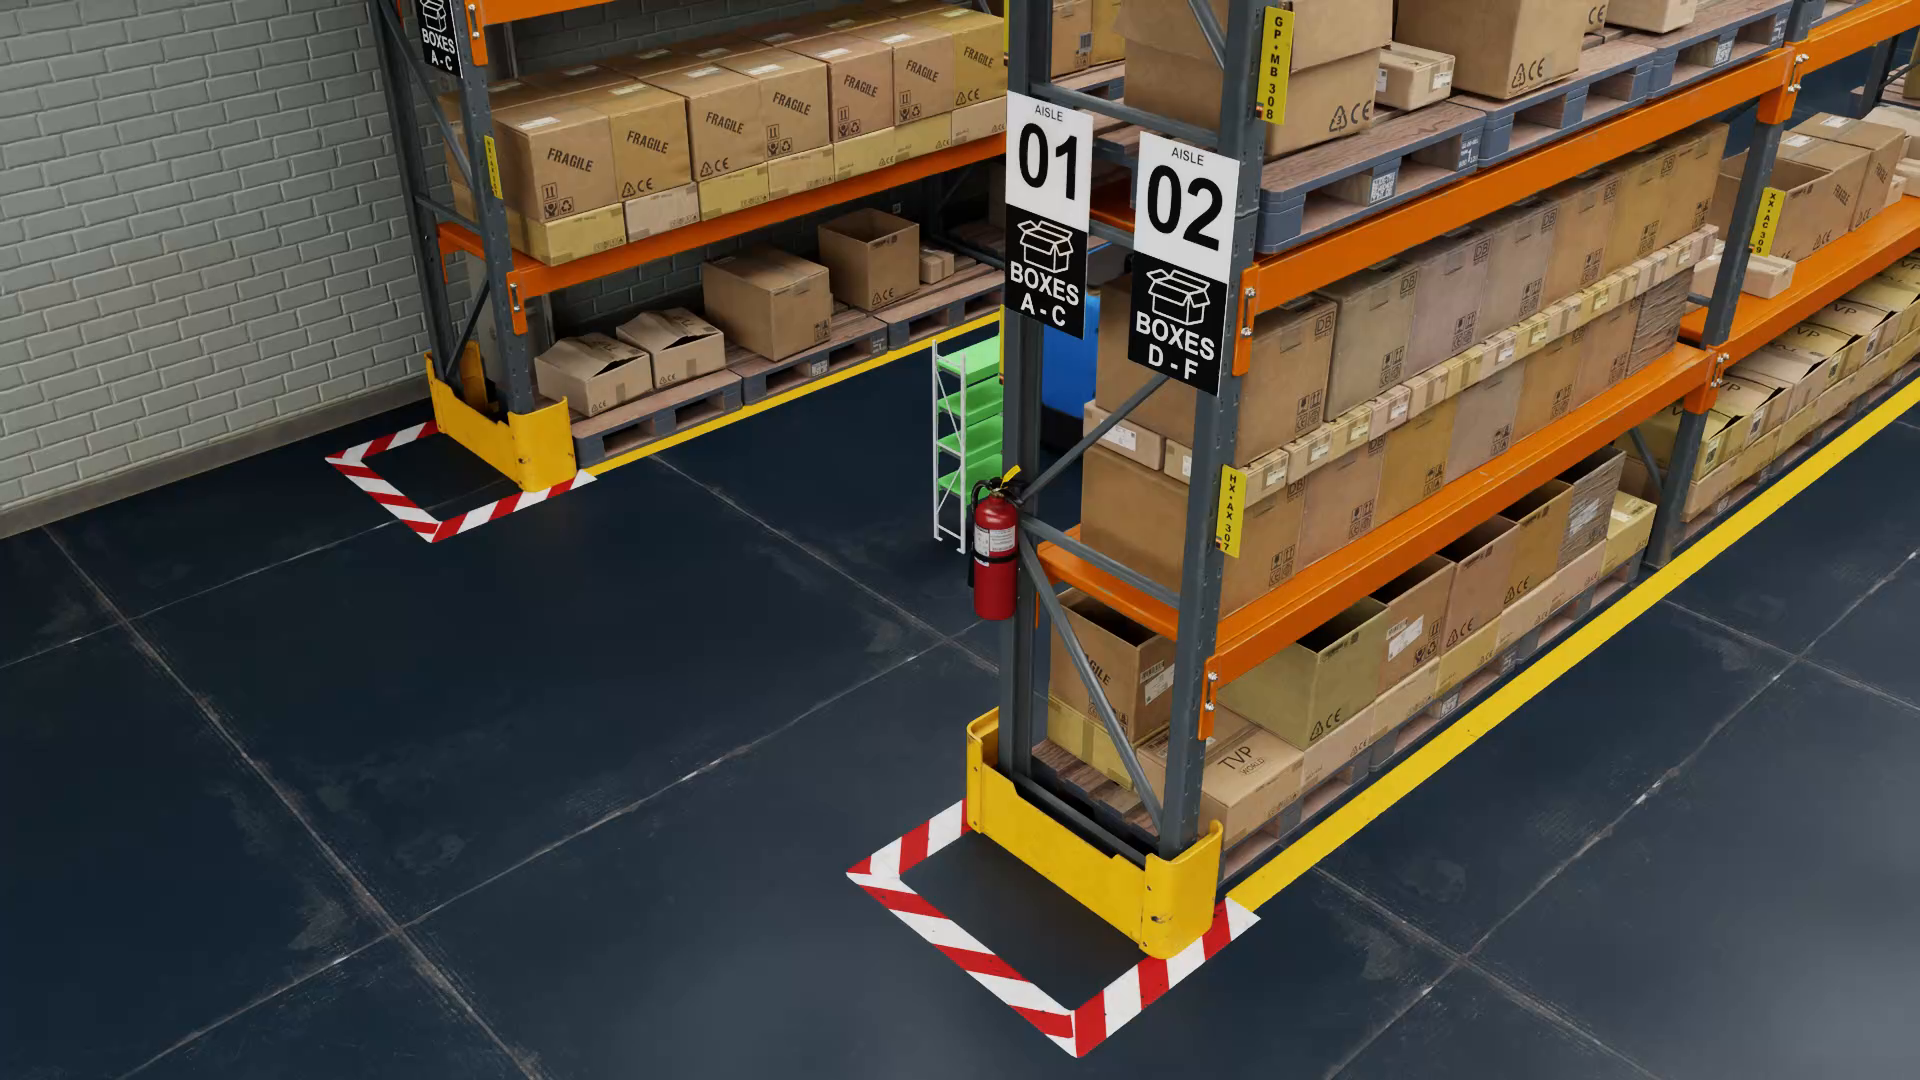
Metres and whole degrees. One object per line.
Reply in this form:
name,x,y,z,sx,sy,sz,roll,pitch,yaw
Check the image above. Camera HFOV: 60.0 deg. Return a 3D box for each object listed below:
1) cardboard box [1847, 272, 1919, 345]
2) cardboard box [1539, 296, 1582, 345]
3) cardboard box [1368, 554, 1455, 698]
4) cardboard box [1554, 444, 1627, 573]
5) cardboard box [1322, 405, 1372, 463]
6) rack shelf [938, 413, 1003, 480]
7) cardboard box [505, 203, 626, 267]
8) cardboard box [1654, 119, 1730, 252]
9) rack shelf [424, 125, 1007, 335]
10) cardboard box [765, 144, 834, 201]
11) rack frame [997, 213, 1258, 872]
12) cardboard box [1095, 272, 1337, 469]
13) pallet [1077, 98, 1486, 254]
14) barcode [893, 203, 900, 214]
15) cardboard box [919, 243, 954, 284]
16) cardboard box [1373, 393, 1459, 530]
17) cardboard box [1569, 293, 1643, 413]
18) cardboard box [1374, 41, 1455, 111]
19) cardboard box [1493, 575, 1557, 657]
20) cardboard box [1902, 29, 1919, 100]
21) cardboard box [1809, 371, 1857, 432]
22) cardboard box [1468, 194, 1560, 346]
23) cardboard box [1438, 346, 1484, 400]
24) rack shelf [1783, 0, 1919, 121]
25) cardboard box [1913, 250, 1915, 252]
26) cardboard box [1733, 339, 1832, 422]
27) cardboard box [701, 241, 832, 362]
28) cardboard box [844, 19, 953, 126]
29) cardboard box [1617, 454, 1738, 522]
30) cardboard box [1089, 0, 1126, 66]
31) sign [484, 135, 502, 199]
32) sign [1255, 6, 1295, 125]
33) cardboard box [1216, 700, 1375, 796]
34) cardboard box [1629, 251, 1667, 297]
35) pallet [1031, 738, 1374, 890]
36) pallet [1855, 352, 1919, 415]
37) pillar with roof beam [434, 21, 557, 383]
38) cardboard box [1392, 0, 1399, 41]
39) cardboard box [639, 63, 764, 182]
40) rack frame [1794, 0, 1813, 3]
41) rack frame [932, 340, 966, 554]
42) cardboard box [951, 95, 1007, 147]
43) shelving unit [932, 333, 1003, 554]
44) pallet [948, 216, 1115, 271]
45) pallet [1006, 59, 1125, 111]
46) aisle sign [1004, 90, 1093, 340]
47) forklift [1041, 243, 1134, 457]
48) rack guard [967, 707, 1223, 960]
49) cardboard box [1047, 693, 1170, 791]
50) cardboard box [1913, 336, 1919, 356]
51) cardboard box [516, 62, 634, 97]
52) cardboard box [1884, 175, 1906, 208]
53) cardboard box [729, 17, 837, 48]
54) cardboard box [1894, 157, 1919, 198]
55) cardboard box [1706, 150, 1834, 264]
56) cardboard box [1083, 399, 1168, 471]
cardboard box,5.816,-1.523,10.560,0.500,0.311,0.500,-27,40,-36
cardboard box,2.490,-1.016,7.319,0.250,0.149,0.380,-25,39,-34
cardboard box,1.811,0.302,7.395,0.500,0.500,0.500,-26,40,-35
cardboard box,2.910,-0.230,8.266,0.500,0.500,0.500,-26,40,-35
cardboard box,1.353,-0.465,6.418,0.250,0.149,0.380,-26,40,-35
rack shelf,0.121,-0.516,9.066,0.480,0.148,0.258,-26,40,-35
cardboard box,-2.254,-1.796,9.437,0.500,0.250,0.500,-27,41,-37
cardboard box,3.155,-1.762,7.916,0.500,0.500,0.700,-26,40,-35
rack shelf,-1.361,-2.203,10.666,4.000,0.370,1.077,-26,40,-35
cardboard box,-1.133,-2.343,10.331,0.500,0.250,0.500,-25,40,-35
rack frame,0.543,0.094,6.222,0.127,3.000,1.000,-26,40,-35
cardboard box,0.933,-0.682,6.151,0.500,0.500,0.700,-26,40,-35
pallet,1.079,-1.389,5.856,1.213,0.211,1.003,-26,40,-35
barcode,-0.454,-2.377,11.930,0.075,0.075,0.001,-26,40,-35
cardboard box,-0.267,-1.997,11.934,0.380,0.166,0.250,23,38,33
cardboard box,1.644,-0.472,7.050,0.500,0.500,0.700,-26,40,-35
cardboard box,2.773,-1.019,7.945,0.500,0.500,0.700,-26,40,-36
cardboard box,1.525,-1.668,5.931,0.250,0.149,0.380,-26,40,-35
cardboard box,2.555,0.273,8.161,0.500,0.250,0.500,-26,40,-35
cardboard box,6.794,-3.232,11.162,0.700,0.500,0.500,15,35,23
cardboard box,5.068,-0.925,10.121,0.500,0.250,0.500,-25,39,-35
cardboard box,2.051,-1.228,7.043,0.500,0.500,0.700,-26,40,-35
cardboard box,1.920,-0.740,6.868,0.250,0.149,0.380,-26,40,-36
rack shelf,4.943,-3.007,9.107,4.000,0.370,1.077,-26,40,-35
cardboard box,6.935,-2.287,12.089,0.500,0.500,0.500,-24,39,-34
cardboard box,4.698,-0.982,9.675,0.500,0.311,0.500,-27,41,-37
cardboard box,-1.270,-1.576,10.926,0.700,0.500,0.500,26,40,36
cardboard box,-0.393,-3.018,10.716,0.500,0.500,0.500,-26,40,-36
cardboard box,3.940,-0.380,9.229,0.500,0.250,0.500,-27,40,-37
cardboard box,0.916,-3.812,12.092,0.500,0.500,0.700,-21,37,-31
sign,-2.459,-1.962,8.753,0.005,0.325,0.100,-26,40,-35
sign,0.916,-1.378,4.840,0.005,0.325,0.100,-26,40,-35
cardboard box,1.451,0.804,7.294,0.500,0.250,0.500,-26,40,-35
cardboard box,3.049,-1.285,7.759,0.250,0.149,0.380,-27,41,-37
pallet,1.075,0.996,7.419,1.213,0.211,1.003,-26,40,-35
pallet,5.779,-1.277,11.137,1.213,0.211,1.003,-26,40,-35
pillar with roof beam,0.024,-3.292,6.008,0.400,9.000,9.100,-26,40,-35
cardboard box,1.616,-2.094,6.472,0.500,0.311,0.500,-21,37,-30
cardboard box,-1.521,-2.471,9.822,0.500,0.500,0.500,-27,41,-37
rack frame,3.476,-3.885,6.977,0.127,3.000,1.000,-26,40,-35
rack frame,-0.058,-0.484,8.891,0.015,1.200,0.240,-26,40,-35
cardboard box,-0.036,-2.880,11.208,0.500,0.250,0.500,-26,40,-35
shelving unit,0.121,-0.571,9.033,0.503,1.200,0.258,-26,40,-35
pallet,0.675,-2.306,12.819,1.213,0.211,1.003,-26,40,-35
pallet,0.764,-3.353,12.041,1.213,0.211,1.003,-26,40,-35
aisle sign,0.295,-1.105,5.689,0.004,0.787,0.394,-26,40,-35
forklift,1.747,-2.268,10.149,1.130,2.935,3.031,25,39,35
rack guard,0.525,1.168,6.860,0.348,0.500,1.175,-26,40,-35
cardboard box,0.735,0.784,7.325,0.500,0.250,0.500,-26,40,-35
cardboard box,6.189,-1.470,11.012,0.500,0.250,0.500,-25,39,-34
cardboard box,-2.251,-2.488,9.849,0.500,0.500,0.500,-25,39,-35
cardboard box,5.512,-2.163,10.153,0.250,0.149,0.380,-23,38,-32
cardboard box,-1.133,-3.040,10.752,0.500,0.500,0.500,-25,39,-34
cardboard box,5.937,-2.212,10.233,0.250,0.149,0.380,-26,40,-35
cardboard box,4.436,-1.821,9.257,0.500,0.500,0.500,-23,38,-32
cardboard box,0.693,-0.434,6.367,0.250,0.149,0.380,-27,40,-36
